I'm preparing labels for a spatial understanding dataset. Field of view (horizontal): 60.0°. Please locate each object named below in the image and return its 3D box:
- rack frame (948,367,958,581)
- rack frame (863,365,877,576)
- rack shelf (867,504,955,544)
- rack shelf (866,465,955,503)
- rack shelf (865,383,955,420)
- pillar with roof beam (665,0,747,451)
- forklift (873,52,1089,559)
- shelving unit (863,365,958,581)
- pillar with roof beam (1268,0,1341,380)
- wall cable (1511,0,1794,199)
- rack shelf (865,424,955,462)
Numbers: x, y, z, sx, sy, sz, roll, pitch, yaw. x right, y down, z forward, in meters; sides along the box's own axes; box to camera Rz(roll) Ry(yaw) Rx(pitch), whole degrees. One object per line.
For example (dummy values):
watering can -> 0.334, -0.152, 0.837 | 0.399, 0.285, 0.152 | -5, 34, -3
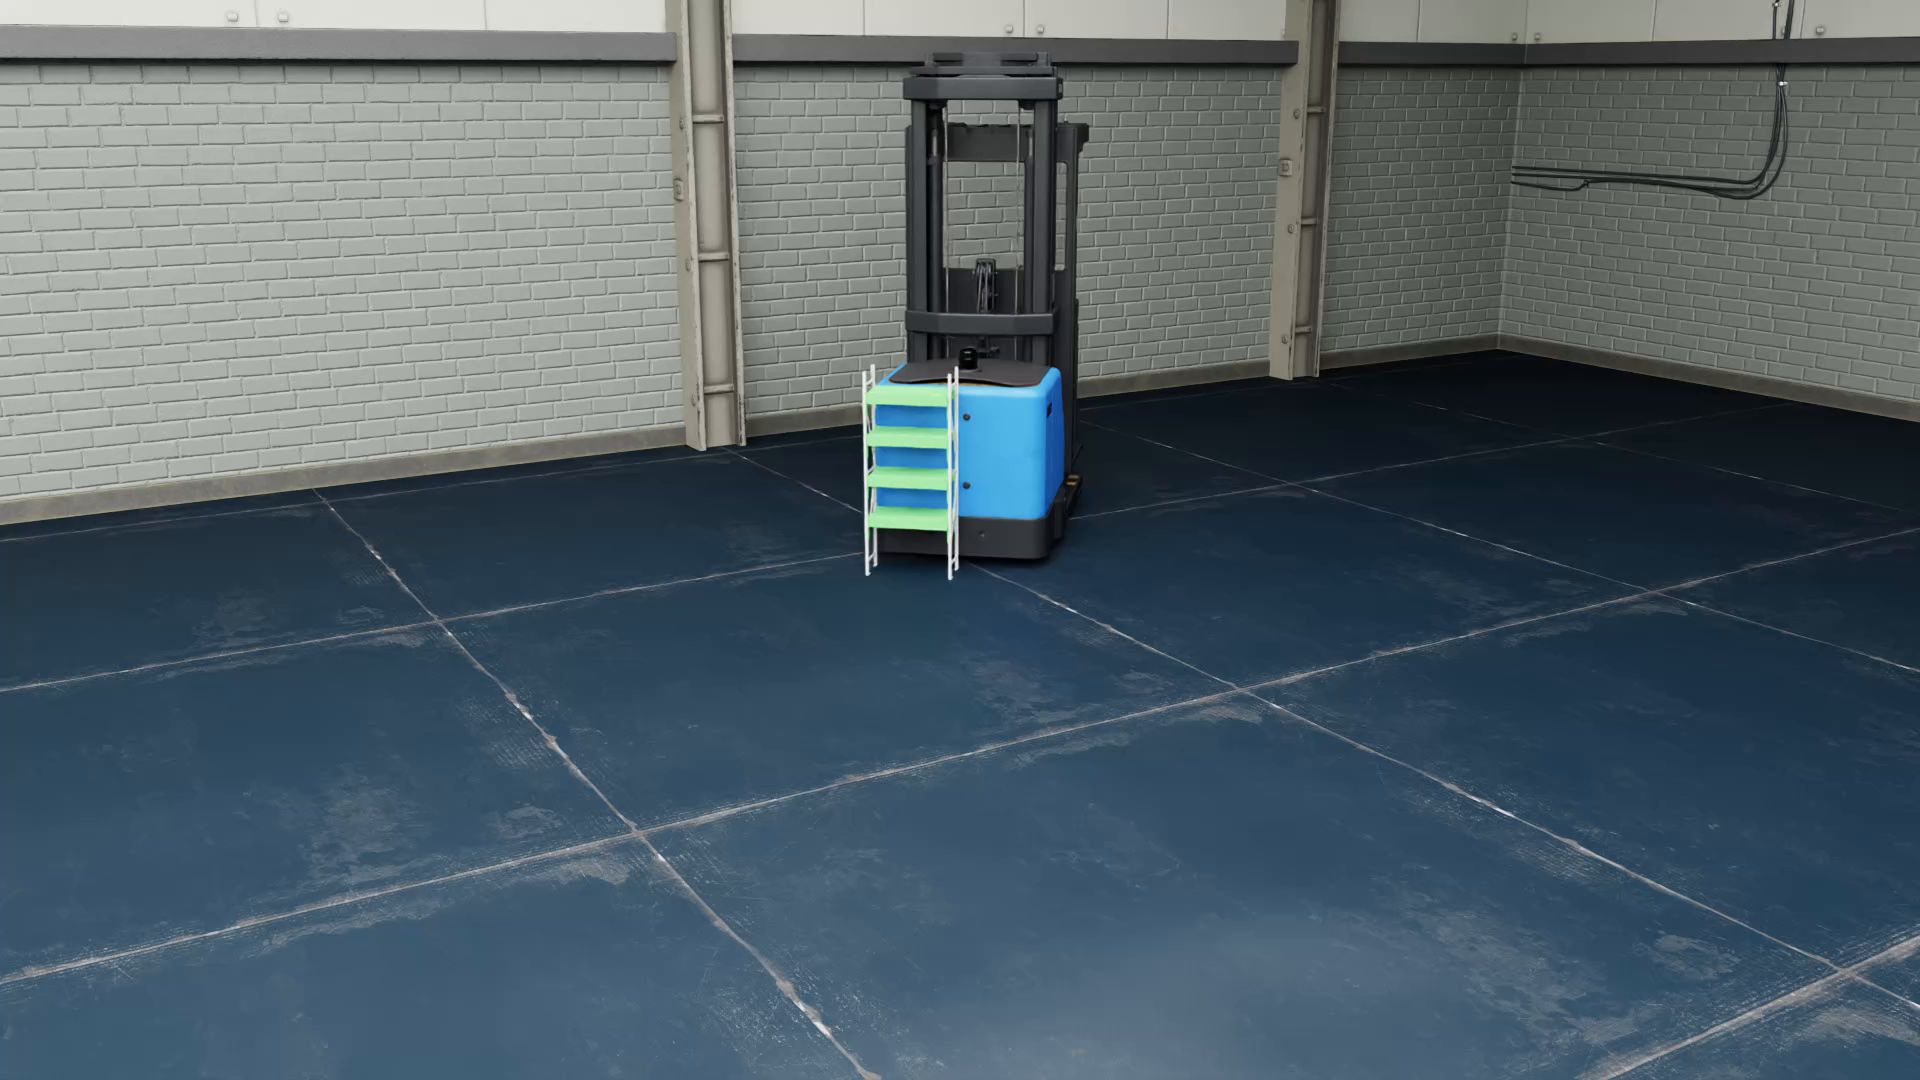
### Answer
rack frame -> -0.039, -0.376, 9.529 | 0.015, 1.200, 0.240 | 3, 16, 10
rack frame -> -0.520, -0.399, 9.610 | 0.015, 1.200, 0.240 | 3, 16, 10
rack shelf -> -0.279, -0.095, 9.652 | 0.480, 0.148, 0.258 | 3, 16, 10
rack shelf -> -0.279, -0.326, 9.587 | 0.480, 0.148, 0.258 | 3, 16, 10
rack shelf -> -0.279, -0.788, 9.457 | 0.480, 0.148, 0.258 | 3, 16, 10
pillar with roof beam -> 0.294, -4.090, 8.327 | 0.400, 9.000, 9.100 | -9, 18, -30
forklift -> 0.240, -1.652, 10.874 | 1.130, 2.935, 3.031 | 3, 16, 10
shelving unit -> -0.279, -0.388, 9.570 | 0.503, 1.200, 0.258 | 3, 16, 10
pillar with roof beam -> 5.437, -4.924, 11.303 | 0.400, 9.000, 9.100 | -9, 18, -30
wall cable -> 6.426, -4.528, 15.644 | 0.112, 2.526, 3.097 | -9, 18, -30
rack shelf -> -0.279, -0.557, 9.522 | 0.480, 0.148, 0.258 | 3, 16, 10
